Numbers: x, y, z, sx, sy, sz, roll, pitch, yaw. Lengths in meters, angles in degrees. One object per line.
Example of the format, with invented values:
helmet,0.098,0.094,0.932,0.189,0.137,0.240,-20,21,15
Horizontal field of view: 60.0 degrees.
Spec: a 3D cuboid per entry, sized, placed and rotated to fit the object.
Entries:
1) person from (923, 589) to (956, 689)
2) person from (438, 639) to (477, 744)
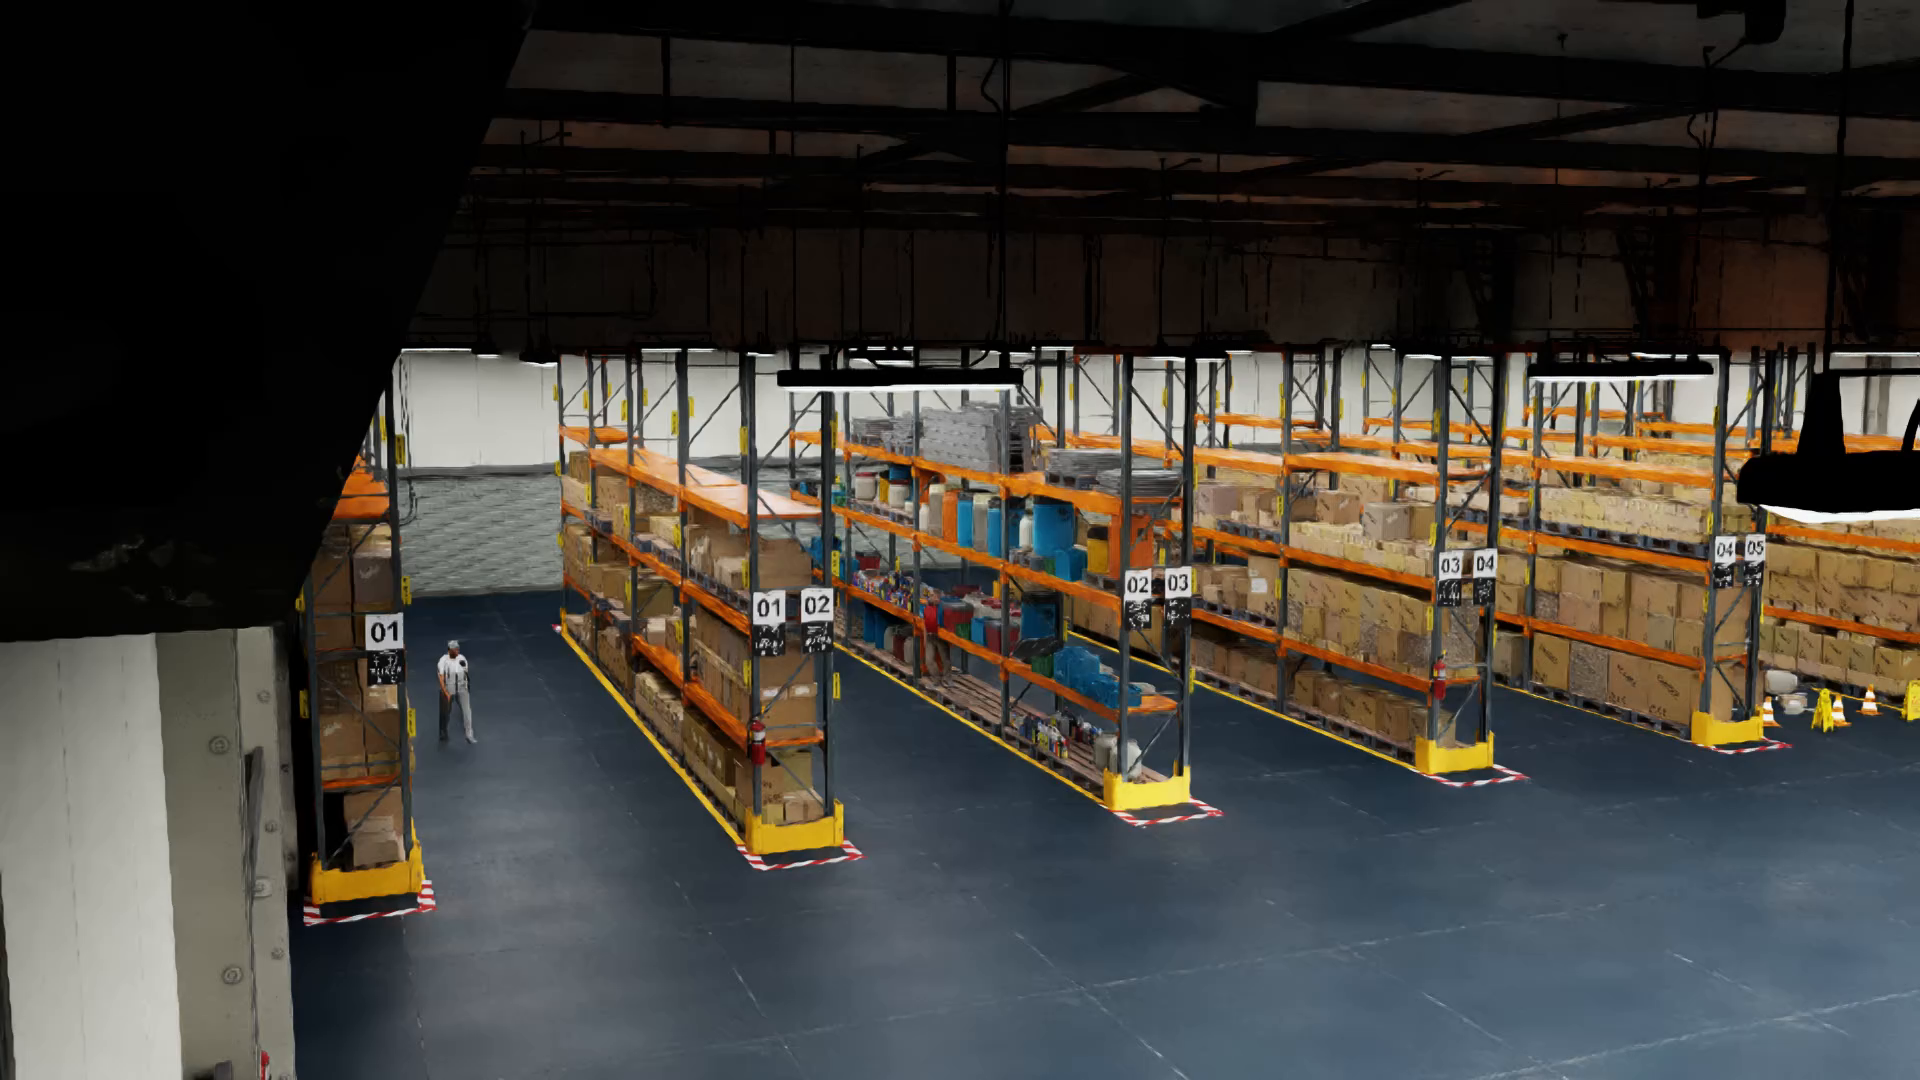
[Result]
person,-0.359,1.682,28.430,0.596,1.712,0.454,3,8,23
person,-7.744,2.301,25.448,0.490,1.598,0.999,-4,8,-29
